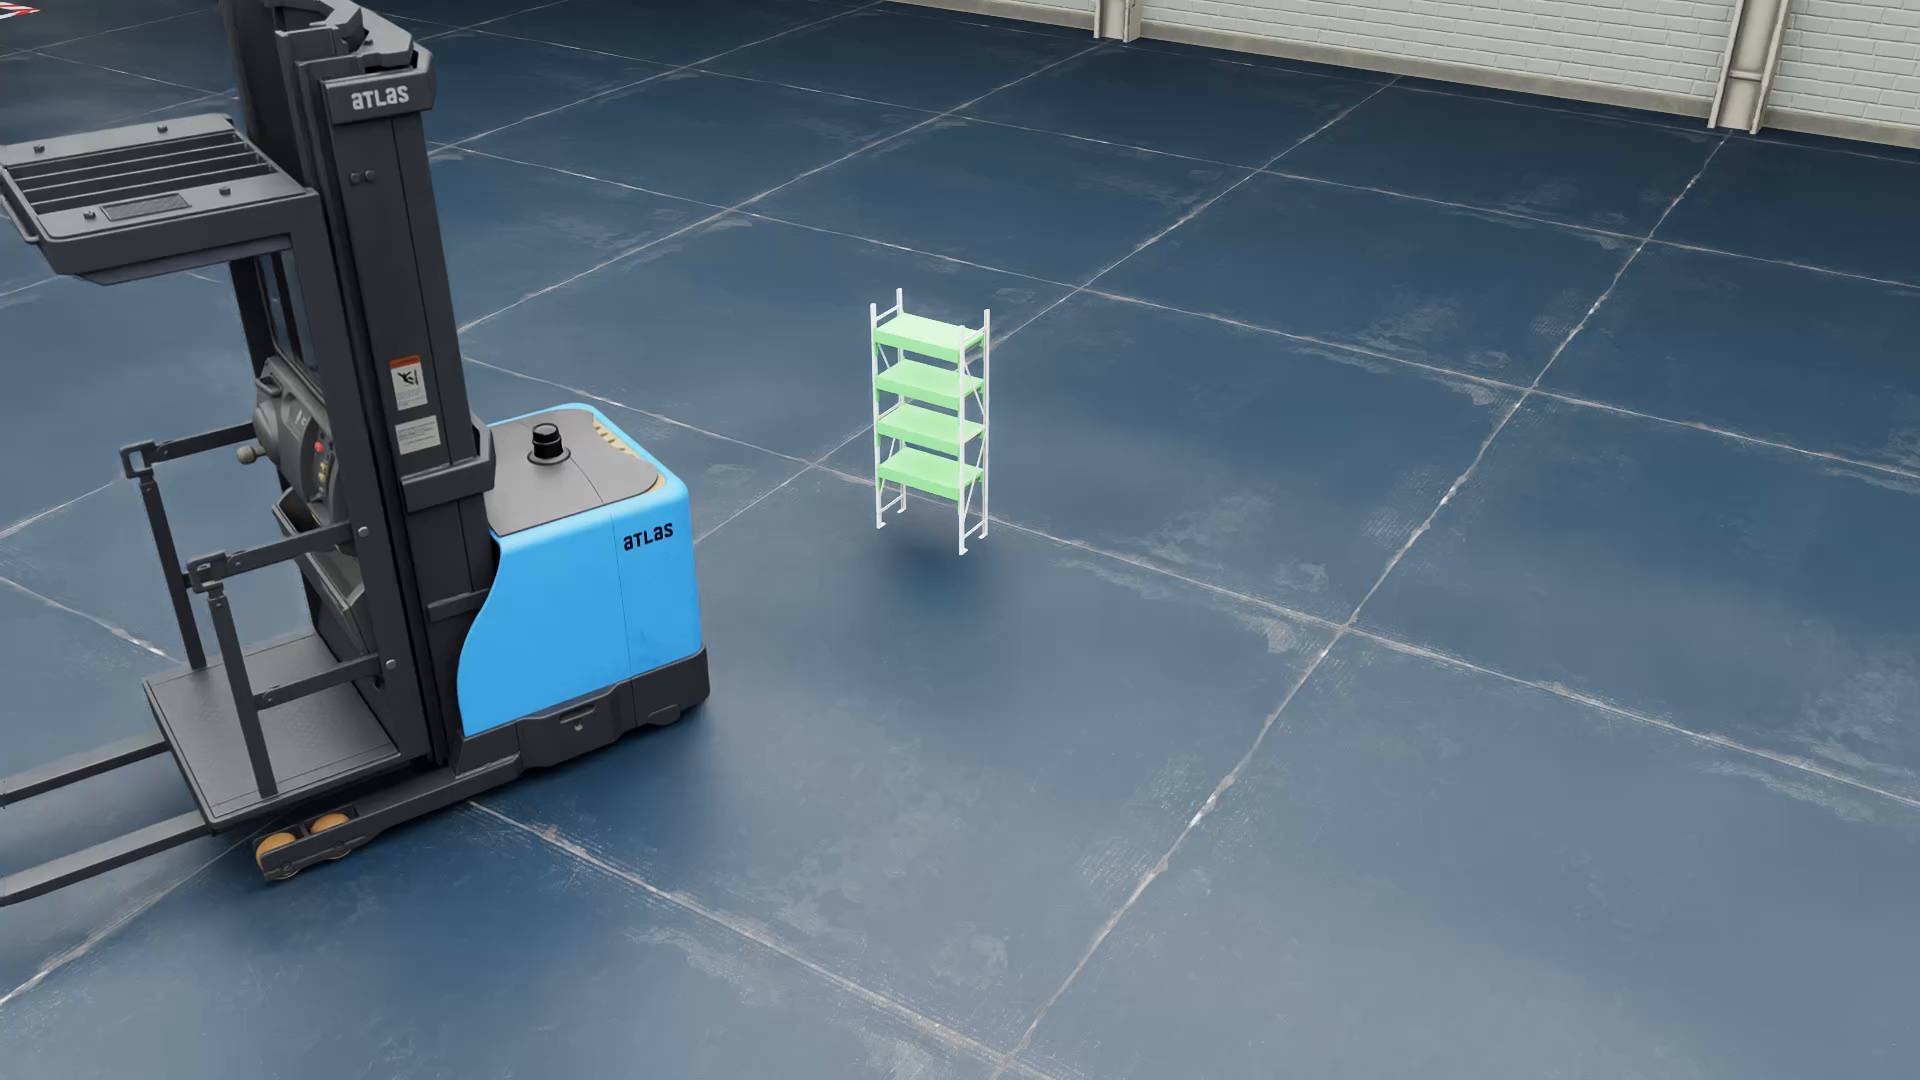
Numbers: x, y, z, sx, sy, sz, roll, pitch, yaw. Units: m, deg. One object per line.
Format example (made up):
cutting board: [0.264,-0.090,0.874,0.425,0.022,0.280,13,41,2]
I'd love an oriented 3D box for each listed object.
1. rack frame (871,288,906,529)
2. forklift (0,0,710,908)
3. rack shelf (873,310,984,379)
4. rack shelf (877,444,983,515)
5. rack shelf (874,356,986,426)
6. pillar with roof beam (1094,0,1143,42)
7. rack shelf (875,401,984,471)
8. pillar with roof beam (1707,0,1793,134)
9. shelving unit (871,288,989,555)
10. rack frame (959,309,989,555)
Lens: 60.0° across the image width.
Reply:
rack frame: [-0.347,-0.628,8.136,0.015,1.200,0.240,18,35,27]
forklift: [-2.551,-0.323,5.895,3.031,2.935,1.130,-20,36,-30]
rack shelf: [-0.140,-0.922,7.814,0.480,0.148,0.258,18,35,27]
rack shelf: [-0.140,-0.300,8.177,0.480,0.148,0.258,18,35,27]
rack shelf: [-0.140,-0.715,7.935,0.480,0.148,0.258,18,35,27]
pillar with roof beam: [-0.667,-7.235,11.722,0.400,9.000,9.100,18,35,27]
rack shelf: [-0.140,-0.507,8.056,0.480,0.148,0.258,18,35,27]
pillar with roof beam: [4.415,-5.628,8.967,0.400,9.000,9.100,18,35,27]
shelving unit: [-0.140,-0.563,8.024,0.503,1.200,0.258,18,35,27]
rack frame: [0.066,-0.497,7.912,0.015,1.200,0.240,18,35,27]
